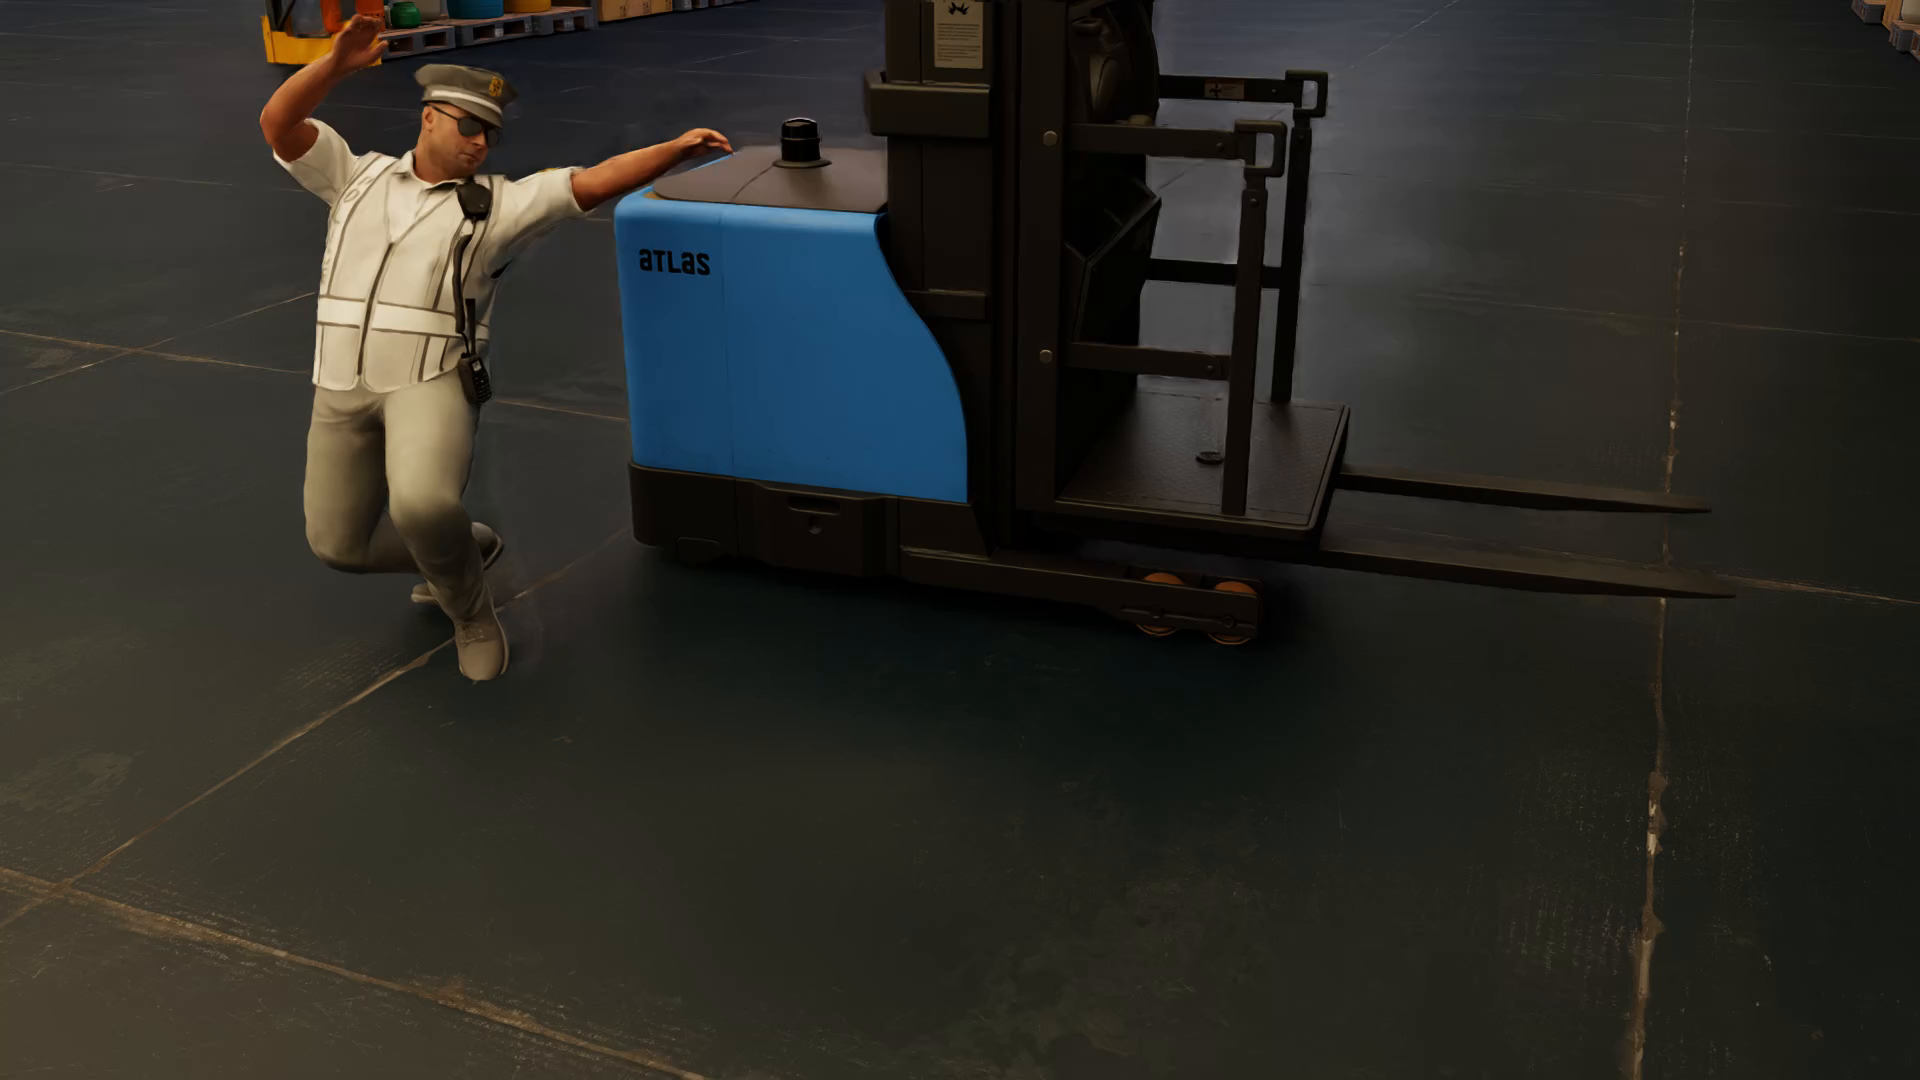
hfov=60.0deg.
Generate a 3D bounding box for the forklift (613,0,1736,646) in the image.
[{"bbox_3d":[0.603,-1.301,4.405,3.031,2.935,1.130,7,24,16],"label":"forklift"}]

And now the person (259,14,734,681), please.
[{"bbox_3d":[-1.149,-0.457,4.156,1.120,1.652,0.870,4,23,11],"label":"person"}]
